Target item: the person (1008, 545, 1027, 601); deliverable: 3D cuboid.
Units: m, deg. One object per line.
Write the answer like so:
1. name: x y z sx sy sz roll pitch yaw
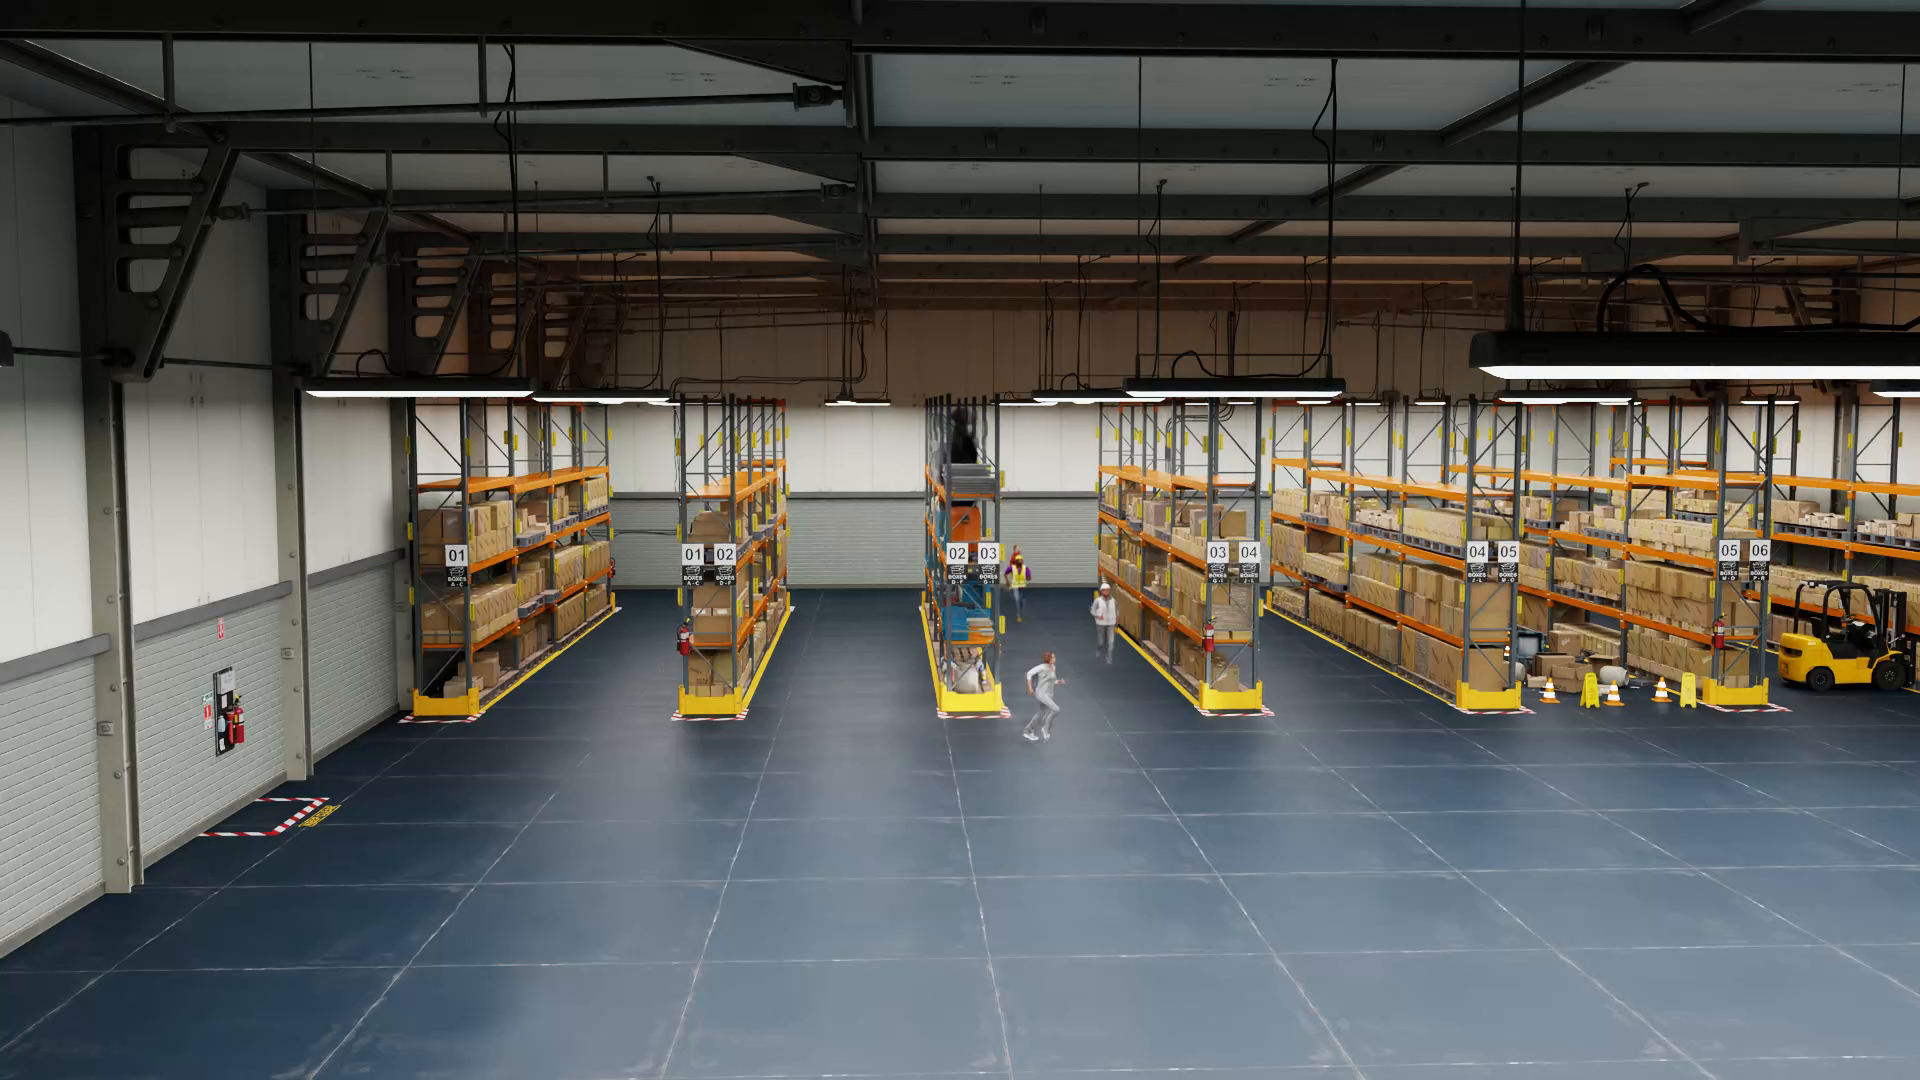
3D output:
1. person: 1.695 0.982 49.407 0.626 1.673 0.661 1 5 17

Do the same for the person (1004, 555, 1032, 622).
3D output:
1. person: 1.573 1.289 44.875 0.714 1.767 1.004 -1 5 -12

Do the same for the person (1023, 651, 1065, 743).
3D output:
1. person: 1.440 2.677 28.392 0.753 1.563 0.560 3 5 29

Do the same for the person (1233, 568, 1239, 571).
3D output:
1. person: 7.858 1.178 47.262 0.675 1.634 0.517 0 5 1

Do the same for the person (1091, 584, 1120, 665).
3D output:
1. person: 3.146 1.807 35.847 0.669 1.733 0.760 -1 5 -8
